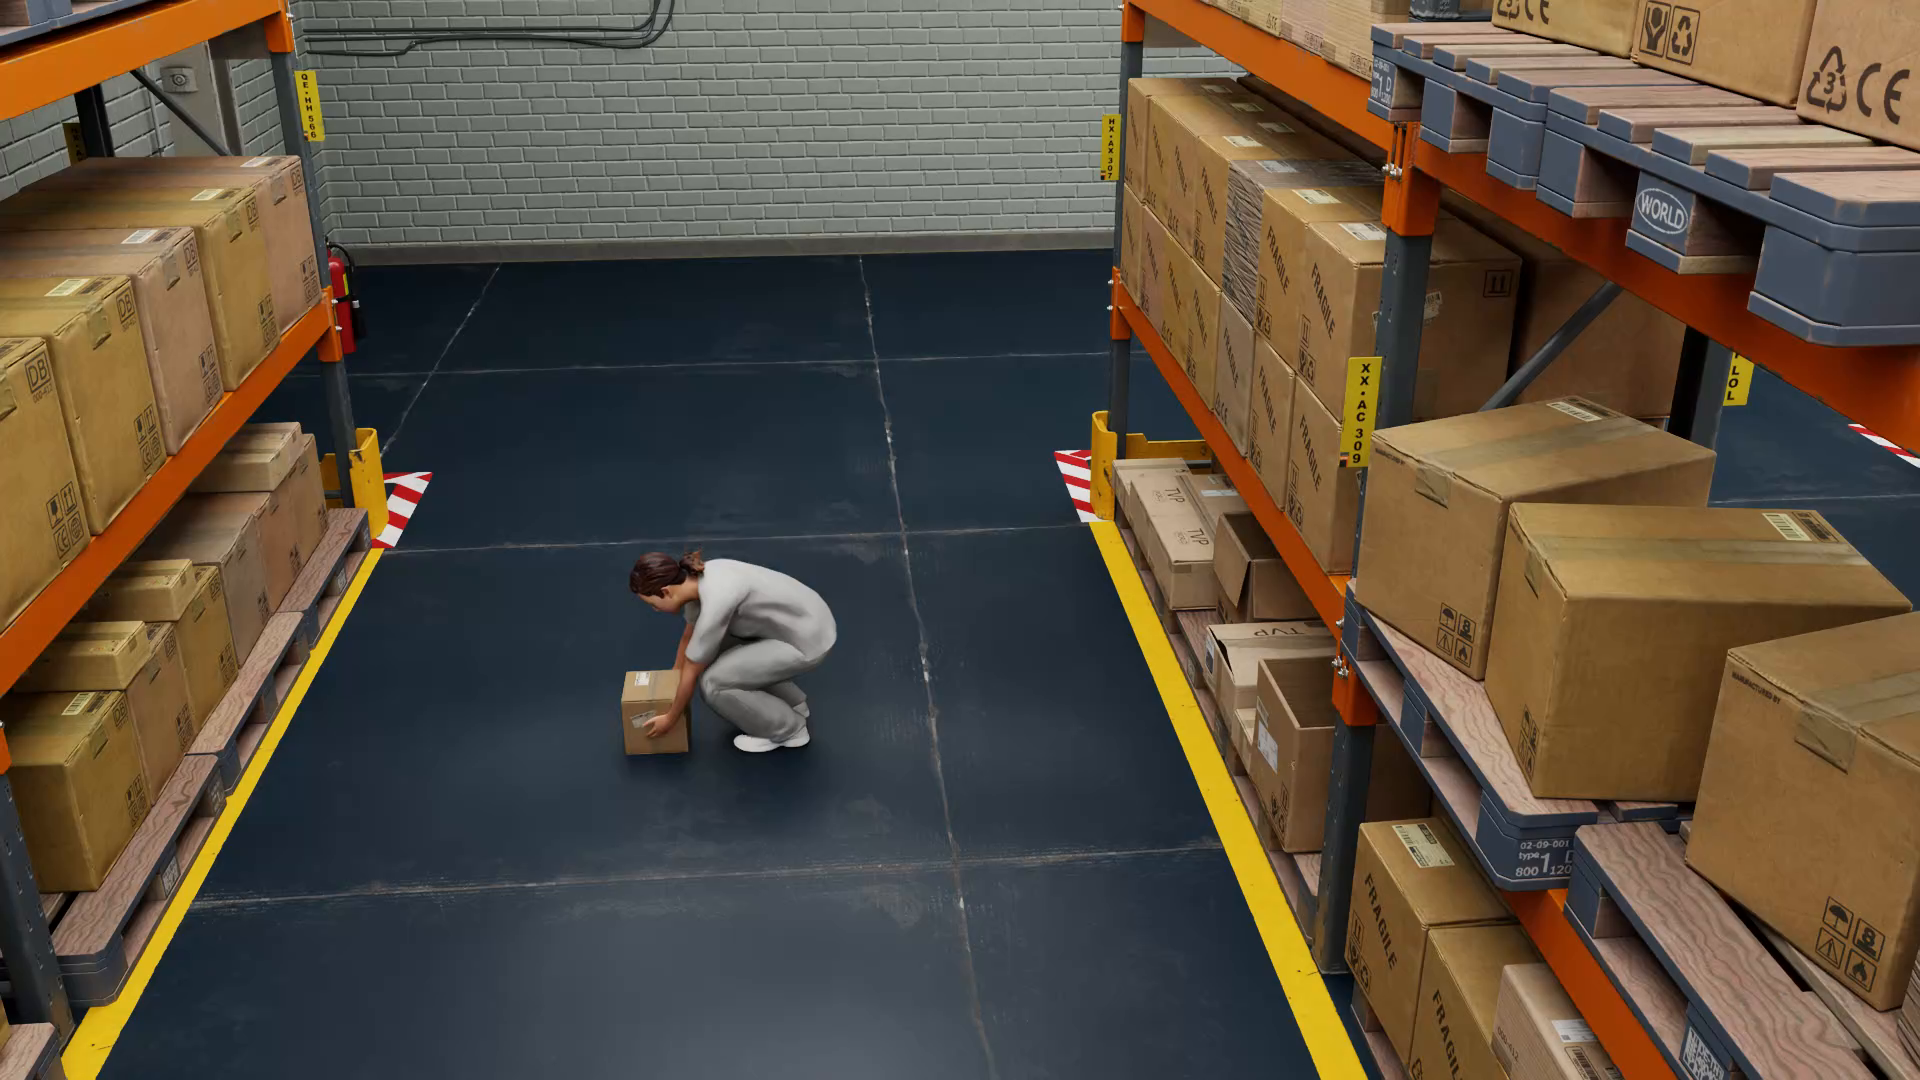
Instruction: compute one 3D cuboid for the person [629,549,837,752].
[{"bbox_3d":[-0.895,0.417,6.678,0.801,0.856,0.484,-2,24,-5],"label":"person"}]
